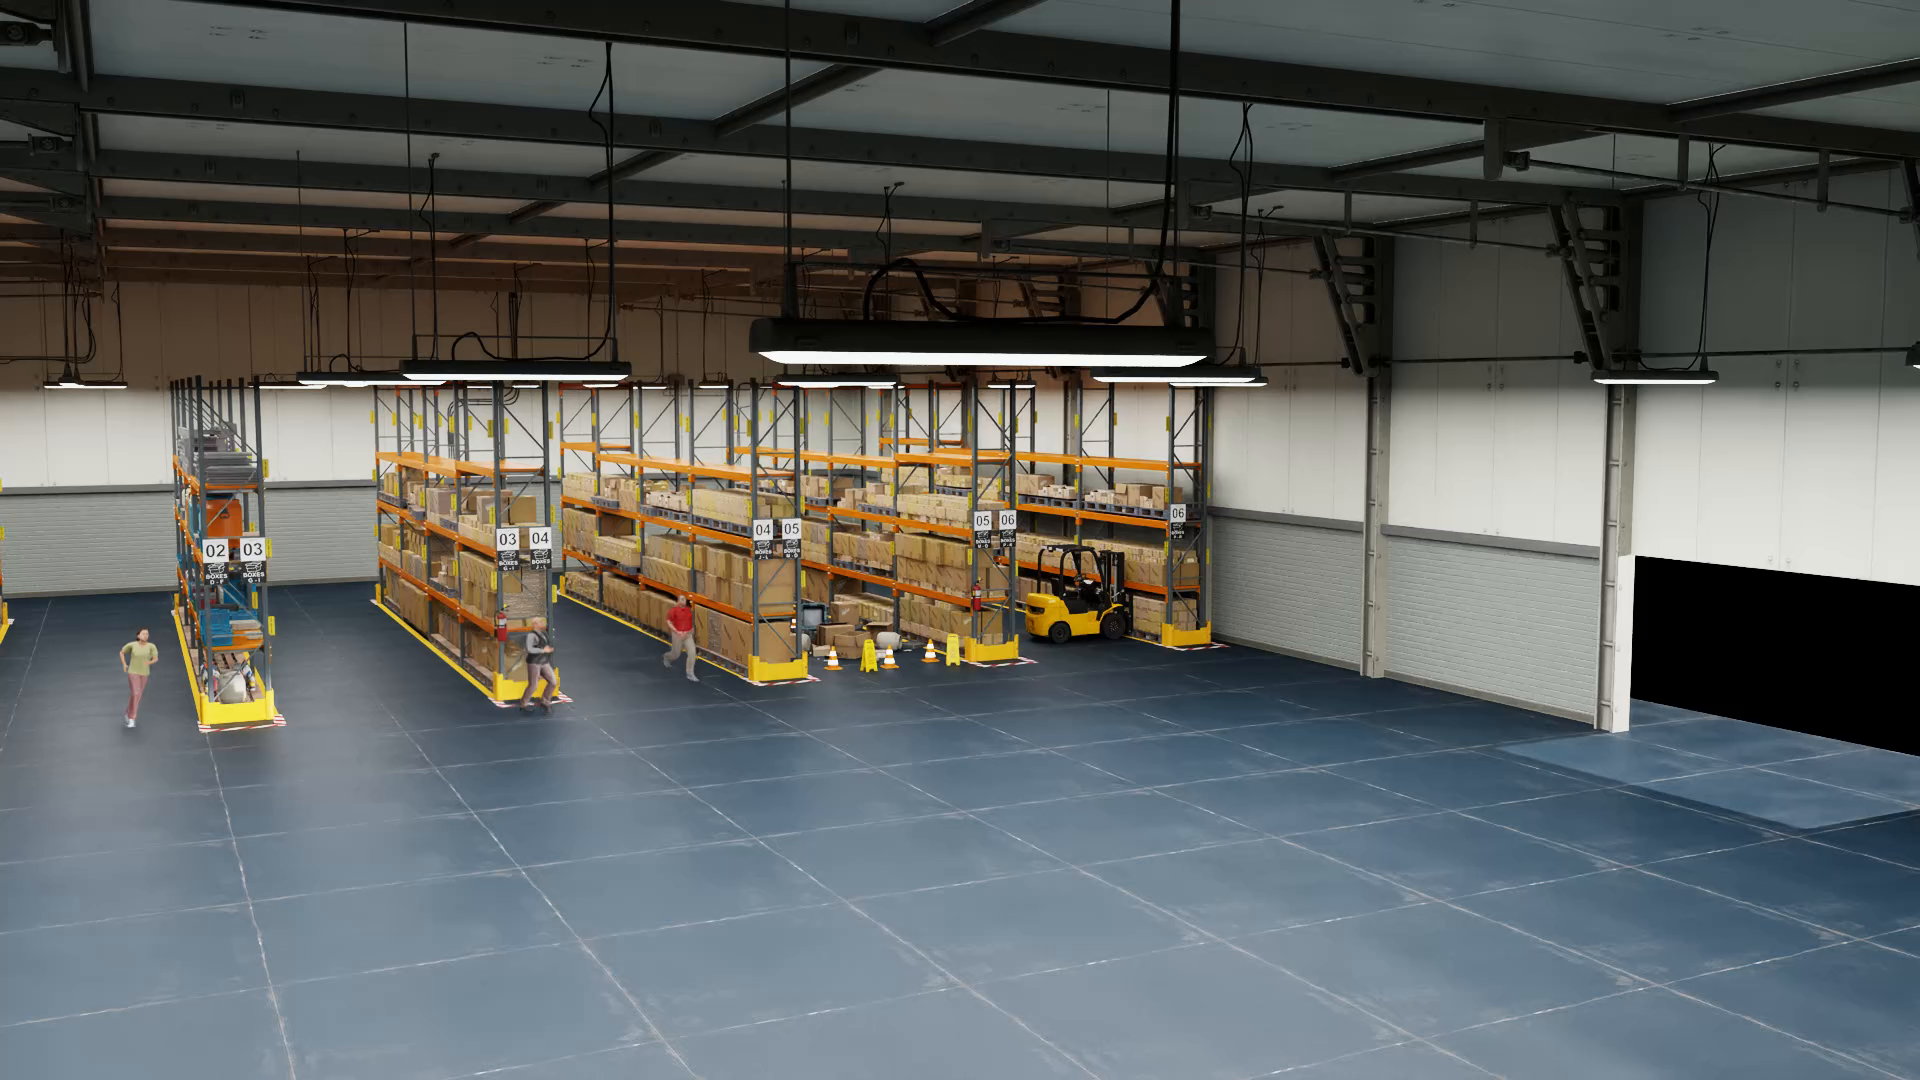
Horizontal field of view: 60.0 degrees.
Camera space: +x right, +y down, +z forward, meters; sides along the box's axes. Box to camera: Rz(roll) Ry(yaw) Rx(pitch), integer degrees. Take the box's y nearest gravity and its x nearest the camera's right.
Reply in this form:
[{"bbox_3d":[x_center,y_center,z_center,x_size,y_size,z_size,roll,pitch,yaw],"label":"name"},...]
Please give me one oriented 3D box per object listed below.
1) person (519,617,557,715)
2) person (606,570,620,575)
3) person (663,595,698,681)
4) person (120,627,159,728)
[{"bbox_3d":[-7.486,2.245,29.550,0.702,1.768,0.653,2,5,19],"label":"person"},{"bbox_3d":[-10.226,0.550,48.764,0.559,1.671,0.717,3,6,31],"label":"person"},{"bbox_3d":[-5.587,1.947,33.269,0.642,1.724,1.029,-4,7,-39],"label":"person"},{"bbox_3d":[-14.181,2.355,28.754,0.568,1.704,0.657,-5,7,-44],"label":"person"}]
